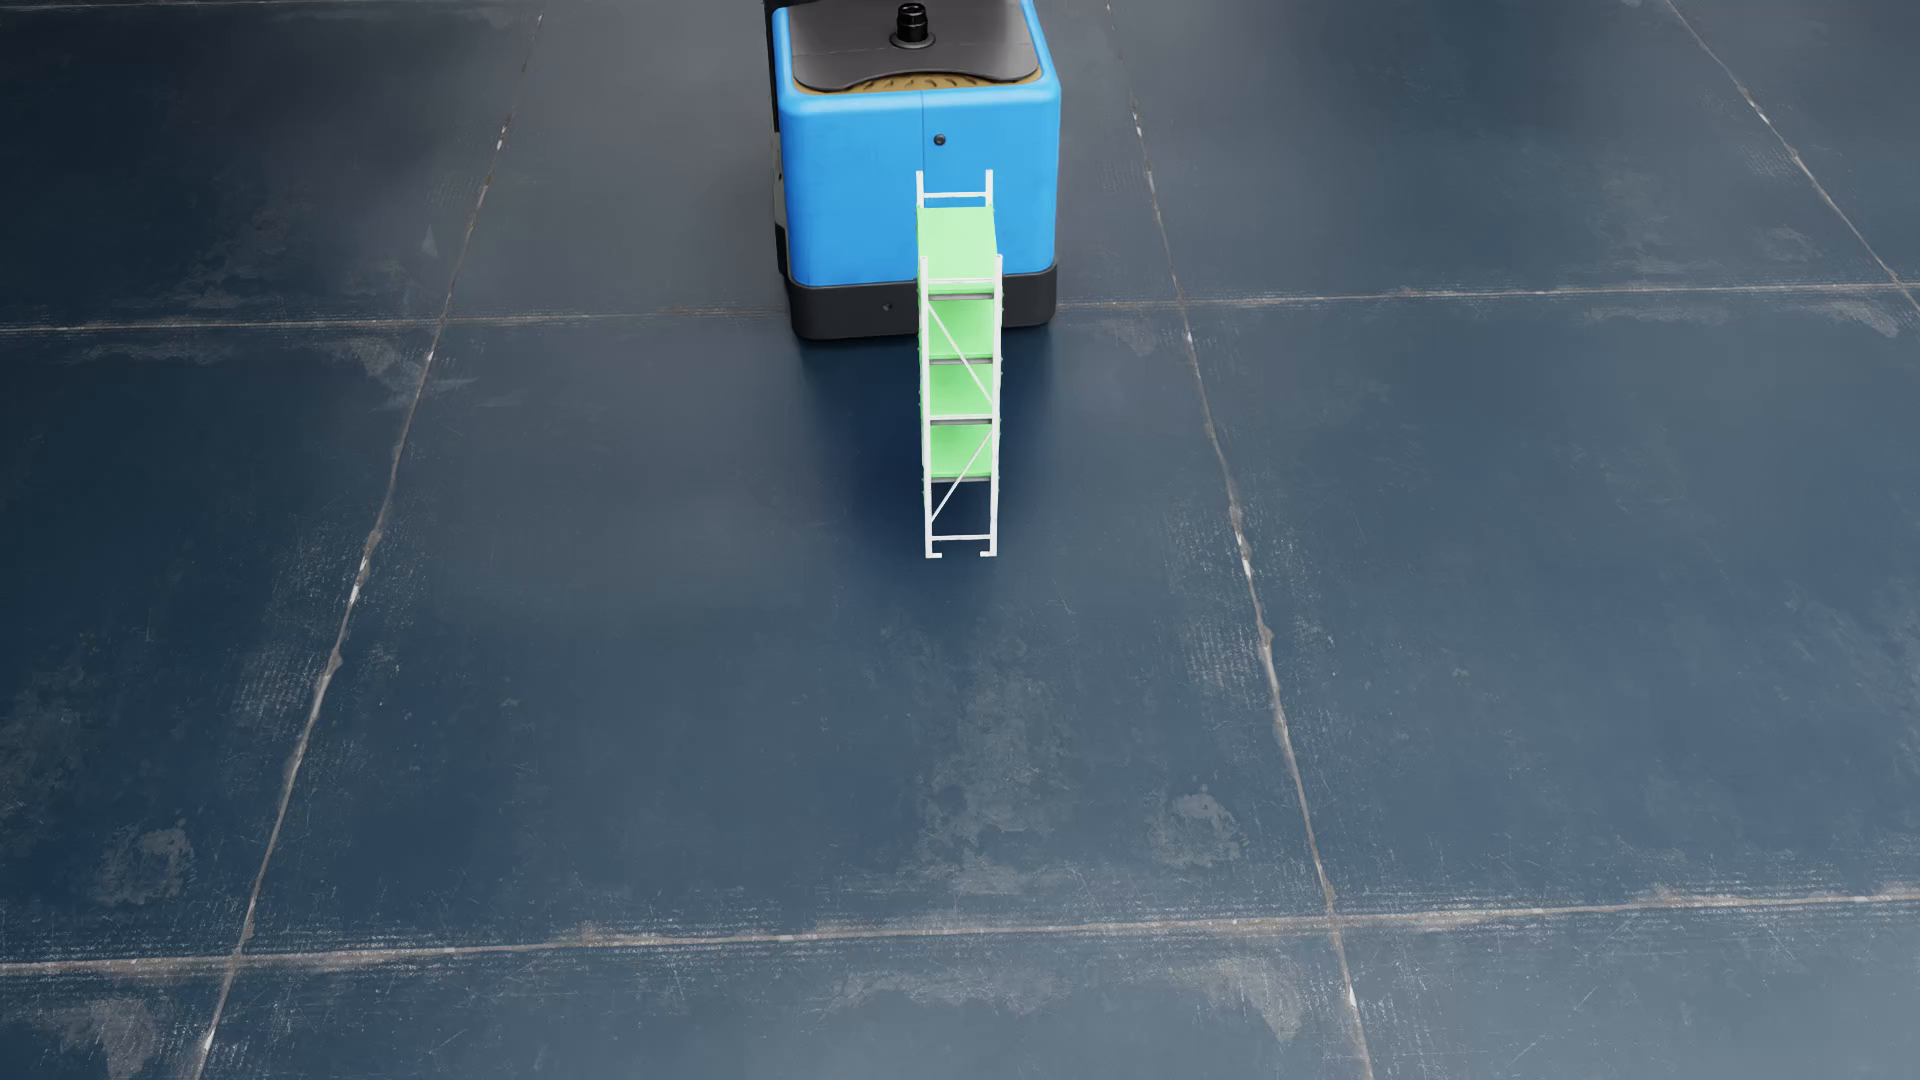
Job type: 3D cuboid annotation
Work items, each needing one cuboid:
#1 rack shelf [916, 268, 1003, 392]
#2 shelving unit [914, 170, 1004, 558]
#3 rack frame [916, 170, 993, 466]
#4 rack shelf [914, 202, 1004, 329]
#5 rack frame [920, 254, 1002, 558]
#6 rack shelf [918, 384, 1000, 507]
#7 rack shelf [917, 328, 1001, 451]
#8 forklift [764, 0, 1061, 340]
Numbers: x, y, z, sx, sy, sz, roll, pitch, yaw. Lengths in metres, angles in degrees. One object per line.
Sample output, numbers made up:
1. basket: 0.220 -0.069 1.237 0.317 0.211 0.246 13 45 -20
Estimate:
1. rack shelf: -0.007 -0.684 5.347 0.258 0.148 0.480 -2 43 -2
2. shelving unit: -0.007 -0.554 5.466 0.258 1.200 0.503 -2 43 -2
3. rack frame: -0.017 -0.719 5.646 0.240 1.200 0.015 -2 43 -2
4. rack shelf: -0.007 -0.861 5.185 0.258 0.148 0.480 -2 43 -2
5. rack frame: 0.003 -0.389 5.287 0.240 1.200 0.015 -2 43 -2
6. rack shelf: -0.007 -0.330 5.672 0.258 0.148 0.480 -2 43 -2
7. rack shelf: -0.007 -0.507 5.510 0.258 0.148 0.480 -2 43 -2
8. forklift: -0.301 -2.858 6.698 1.130 2.935 3.031 -4 43 -5
